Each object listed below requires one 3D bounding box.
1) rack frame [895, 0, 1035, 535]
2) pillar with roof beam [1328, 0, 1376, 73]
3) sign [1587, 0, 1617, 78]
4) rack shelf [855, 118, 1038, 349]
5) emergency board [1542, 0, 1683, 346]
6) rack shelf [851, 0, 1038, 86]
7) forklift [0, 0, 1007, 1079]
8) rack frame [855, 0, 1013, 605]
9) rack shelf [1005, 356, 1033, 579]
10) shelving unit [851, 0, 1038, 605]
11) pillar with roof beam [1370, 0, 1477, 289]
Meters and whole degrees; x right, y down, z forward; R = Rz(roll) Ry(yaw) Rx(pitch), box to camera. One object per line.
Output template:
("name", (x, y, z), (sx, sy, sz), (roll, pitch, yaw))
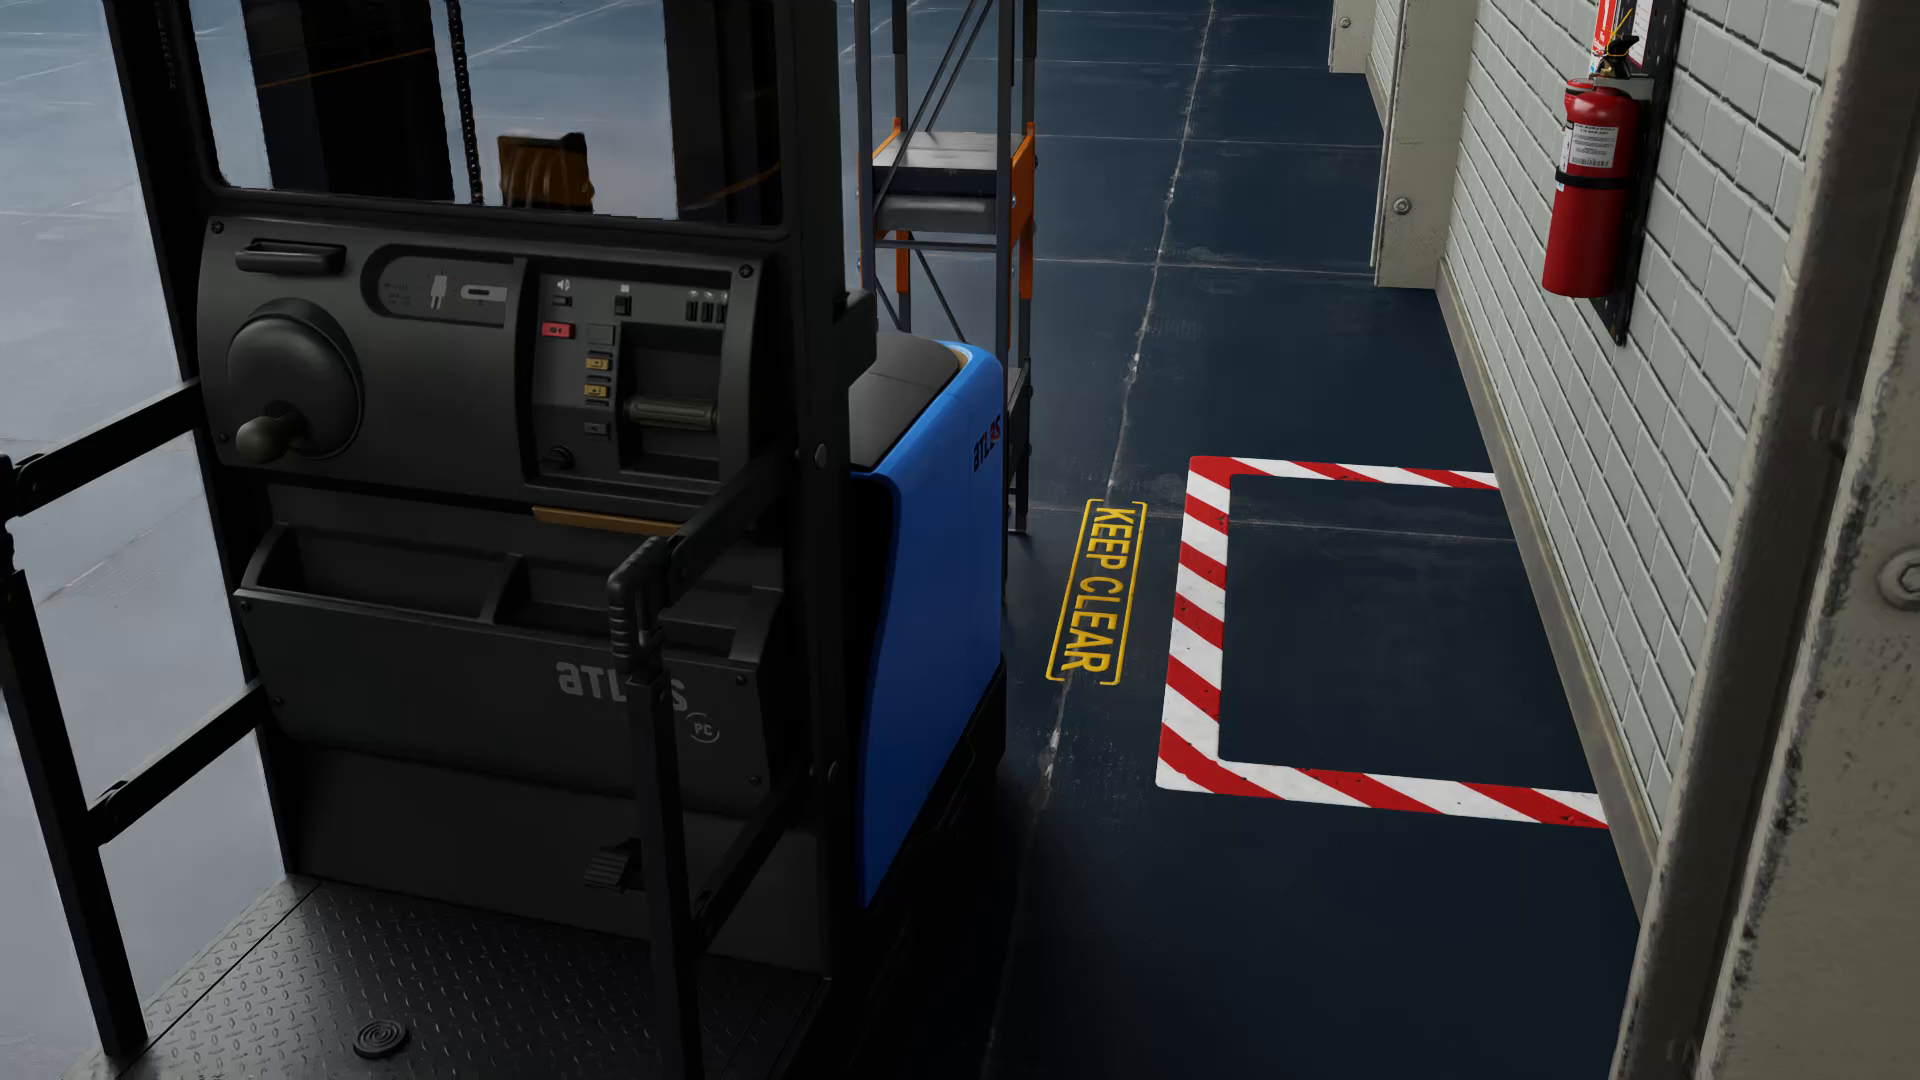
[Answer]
("rack frame", (0.013, -0.984, 4.875), (0.400, 2.100, 0.015), (4, 25, 9))
("pillar with roof beam", (-1.137, -8.145, 12.037), (9.100, 9.000, 0.400), (4, 25, 9))
("sign", (1.783, -1.382, 4.623), (0.001, 0.329, 0.234), (4, 25, 9))
("rack shelf", (-0.027, -0.869, 4.663), (0.431, 0.518, 0.480), (4, 25, 9))
("emergency board", (1.591, -1.142, 4.152), (0.194, 1.169, 0.643), (4, 25, 9))
("rack shelf", (-0.027, -1.503, 4.366), (0.431, 0.518, 0.480), (4, 25, 9))
("forklift", (-0.790, -0.240, 2.306), (1.130, 2.935, 3.031), (7, 26, 15))
("rack frame", (-0.067, -0.780, 4.439), (0.400, 2.100, 0.015), (4, 25, 9))
("rack shelf", (-0.027, -0.235, 4.959), (0.431, 0.518, 0.480), (4, 25, 9))
("shelving unit", (-0.027, -0.882, 4.657), (0.431, 2.100, 0.503), (4, 25, 9))
("pillar with roof beam", (-2.117, -5.636, 6.676), (9.100, 9.000, 0.400), (4, 25, 9))
